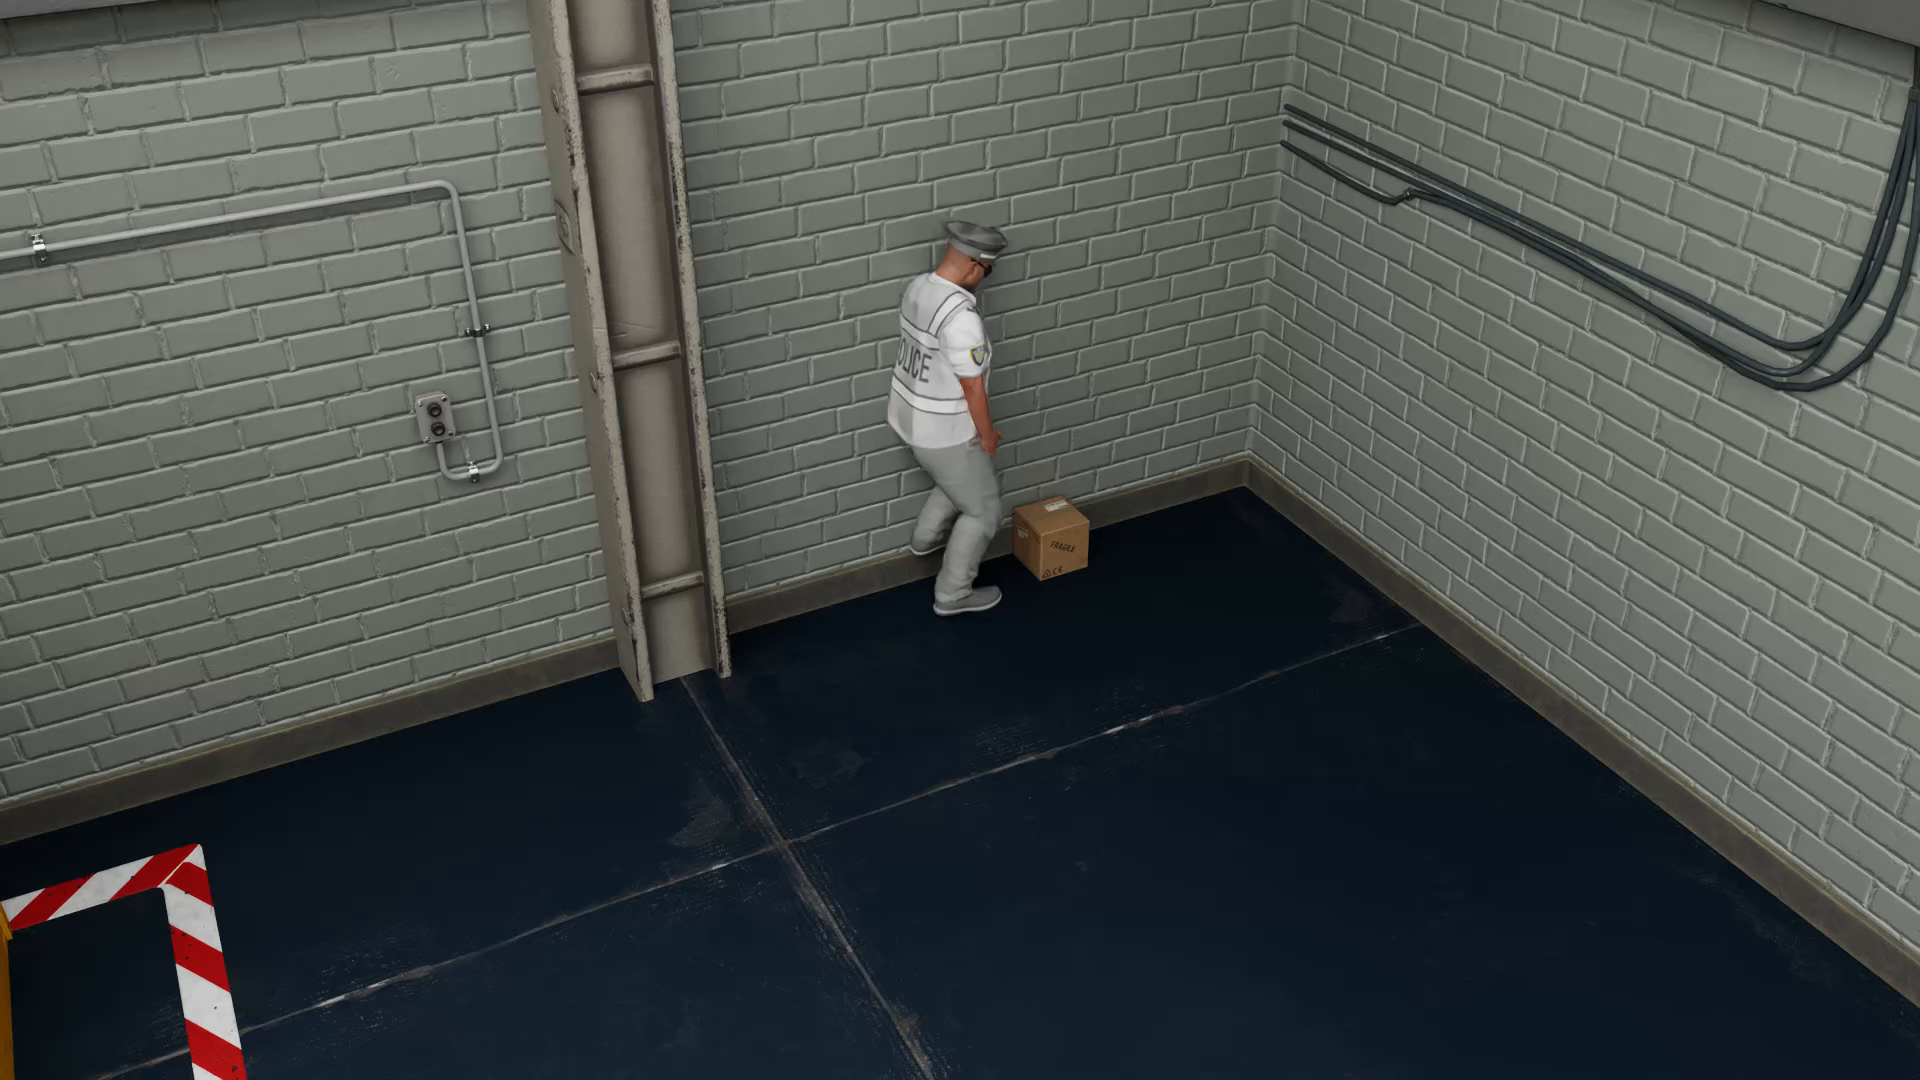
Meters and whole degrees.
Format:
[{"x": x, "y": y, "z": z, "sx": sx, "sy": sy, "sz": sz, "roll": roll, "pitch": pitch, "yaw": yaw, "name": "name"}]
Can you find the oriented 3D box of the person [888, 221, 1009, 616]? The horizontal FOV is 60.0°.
[{"x": -0.034, "y": -0.505, "z": 6.975, "sx": 0.520, "sy": 1.701, "sz": 0.557, "roll": -15, "pitch": 36, "yaw": -22, "name": "person"}]
